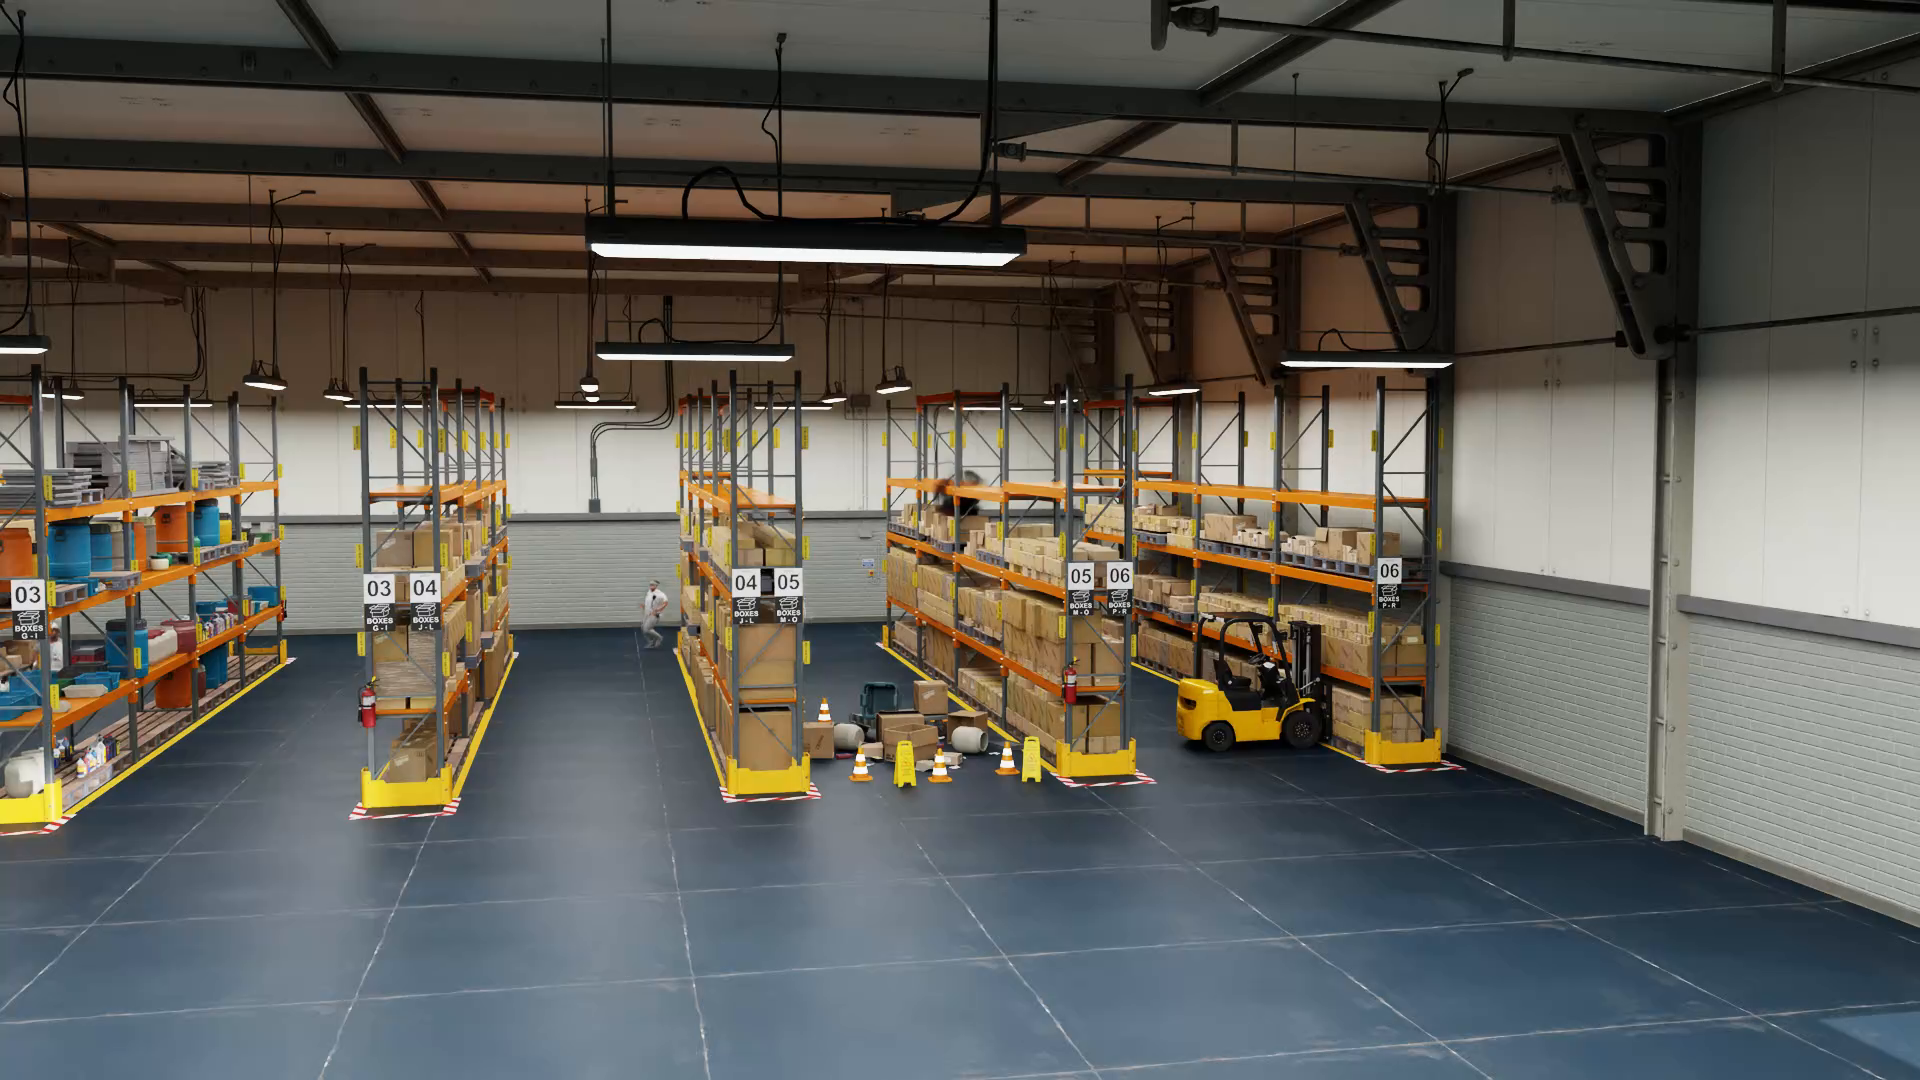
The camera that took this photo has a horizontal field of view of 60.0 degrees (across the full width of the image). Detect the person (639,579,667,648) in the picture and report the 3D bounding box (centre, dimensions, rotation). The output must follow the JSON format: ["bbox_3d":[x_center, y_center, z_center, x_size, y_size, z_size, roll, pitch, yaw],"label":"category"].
[{"bbox_3d":[-7.398,1.775,39.952,0.570,1.706,0.664,-3,4,-39],"label":"person"}]

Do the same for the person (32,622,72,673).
[{"bbox_3d":[-16.071,2.361,29.447,0.658,1.803,0.726,-1,4,-23],"label":"person"}]

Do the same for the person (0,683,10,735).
[{"bbox_3d":[-14.525,2.717,24.909,0.607,1.655,0.769,-1,3,-13],"label":"person"}]
